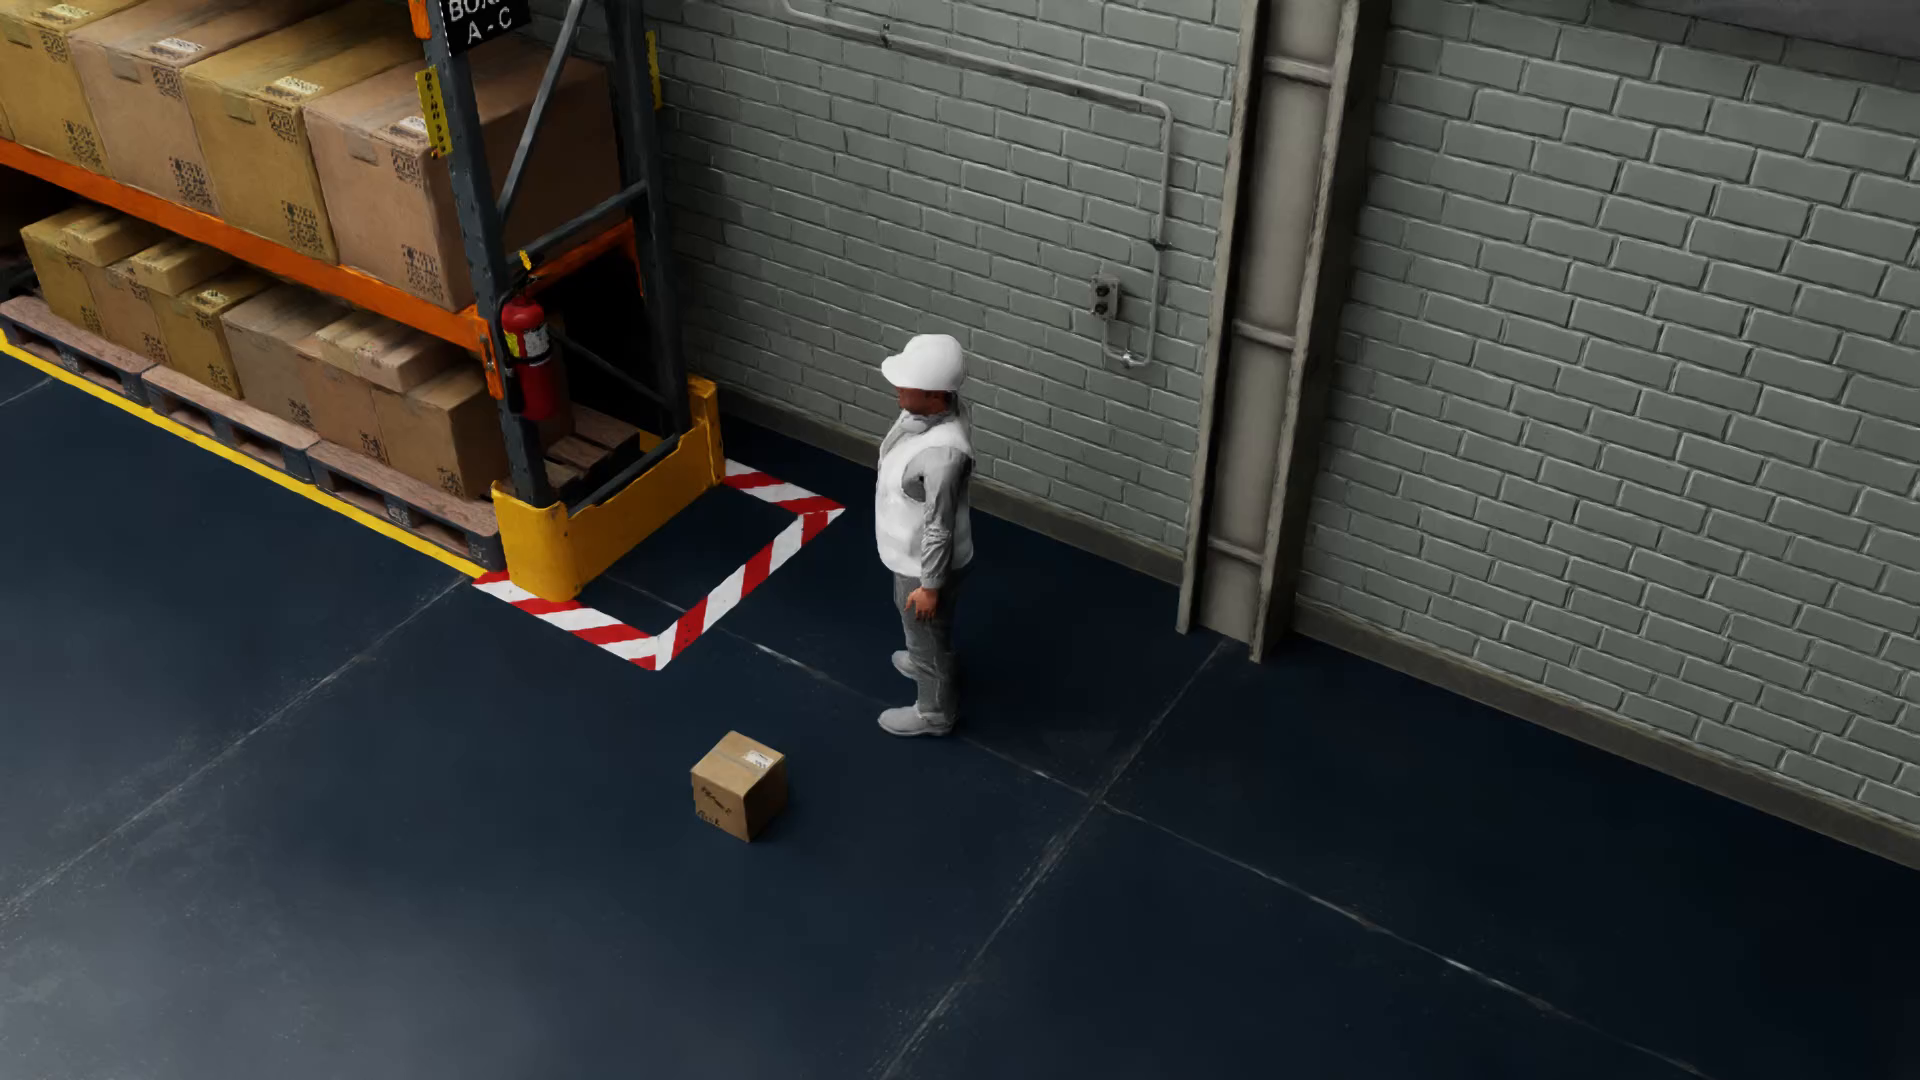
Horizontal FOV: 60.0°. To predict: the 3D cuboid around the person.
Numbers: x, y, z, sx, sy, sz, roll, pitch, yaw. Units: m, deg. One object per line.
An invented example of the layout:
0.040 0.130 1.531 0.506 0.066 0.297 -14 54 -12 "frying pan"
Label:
-0.144 -0.005 6.127 0.377 1.777 0.667 -4 38 -5 "person"
